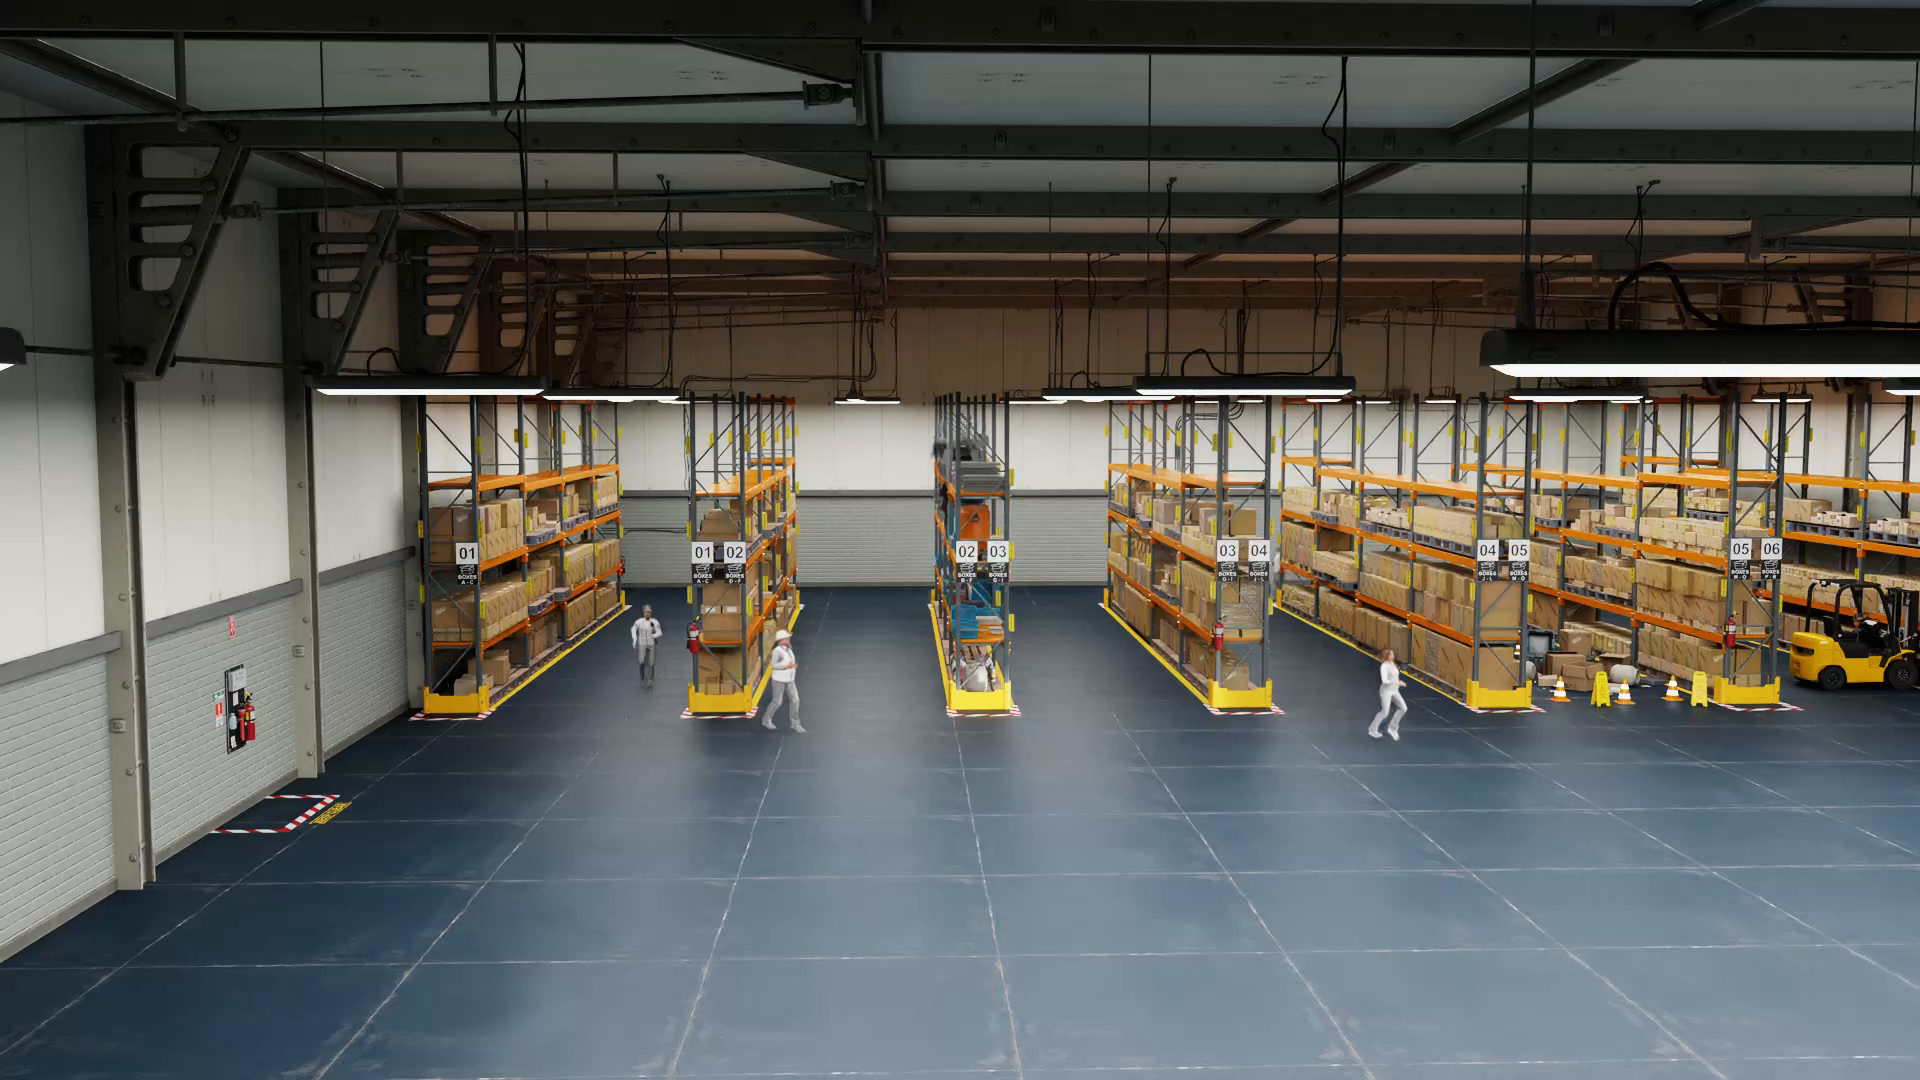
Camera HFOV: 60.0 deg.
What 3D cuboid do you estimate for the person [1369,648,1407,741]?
[{"bbox_3d":[7.379,2.649,28.575,0.681,1.602,0.551,4,6,40],"label":"person"}]

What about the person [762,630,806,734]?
[{"bbox_3d":[-3.108,2.485,29.194,0.792,1.815,0.659,3,5,30],"label":"person"}]

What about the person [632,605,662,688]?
[{"bbox_3d":[-6.380,2.167,33.906,0.616,1.693,0.730,-1,5,-10],"label":"person"}]

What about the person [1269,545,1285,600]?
[{"bbox_3d":[9.427,0.920,49.075,0.830,1.731,0.764,1,5,9],"label":"person"}]
